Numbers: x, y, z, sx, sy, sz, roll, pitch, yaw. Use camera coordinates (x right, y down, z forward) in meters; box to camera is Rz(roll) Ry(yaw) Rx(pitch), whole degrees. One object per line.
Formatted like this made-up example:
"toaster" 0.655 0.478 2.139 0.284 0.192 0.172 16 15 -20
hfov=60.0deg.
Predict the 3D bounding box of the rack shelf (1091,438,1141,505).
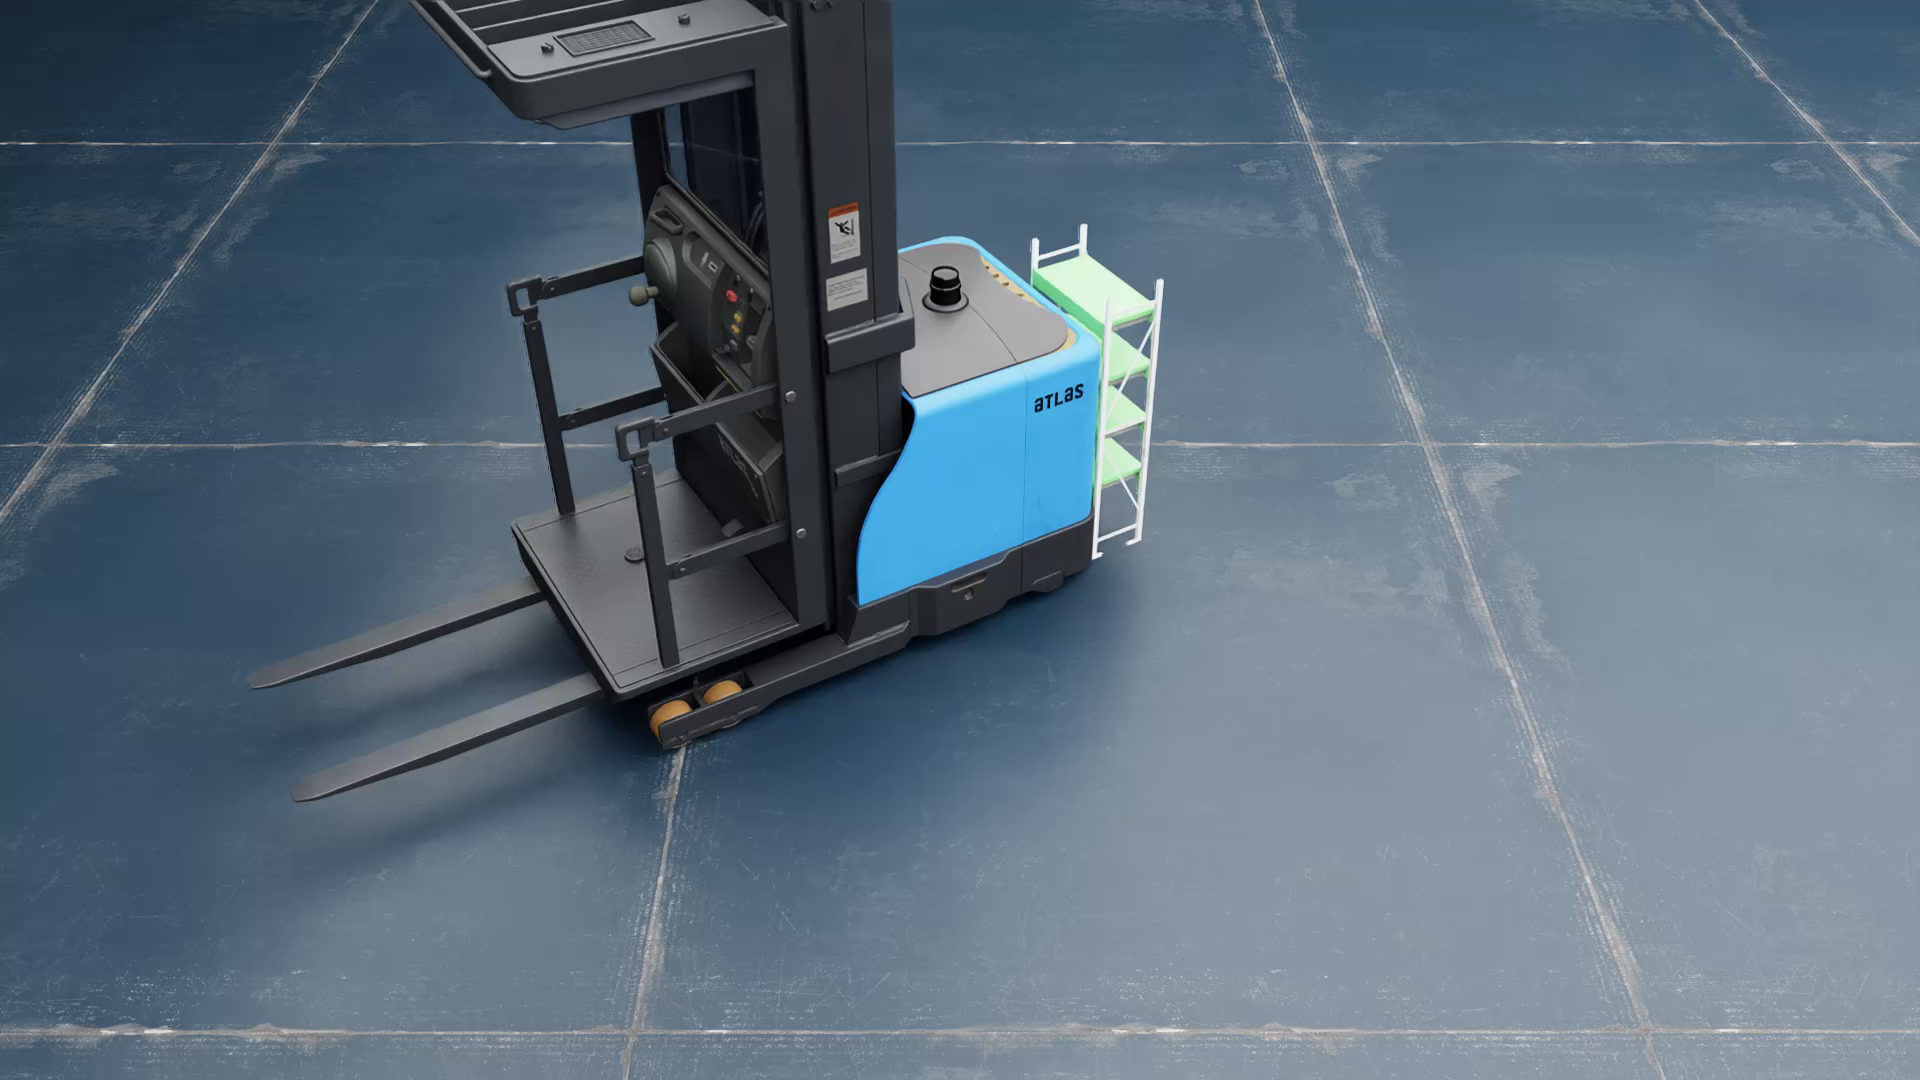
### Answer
"rack shelf" 0.502 -0.325 6.682 0.258 0.148 0.480 -21 43 -24

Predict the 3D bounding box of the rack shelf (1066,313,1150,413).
"rack shelf" 0.502 -0.700 6.382 0.258 0.148 0.480 -21 43 -24

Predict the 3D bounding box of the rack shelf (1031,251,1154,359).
"rack shelf" 0.502 -0.887 6.232 0.258 0.148 0.480 -21 43 -24

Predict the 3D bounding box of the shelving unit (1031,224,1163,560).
"shelving unit" 0.502 -0.562 6.492 0.258 1.200 0.503 -21 43 -24

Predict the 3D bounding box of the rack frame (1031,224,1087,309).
"rack frame" 0.376 -0.693 6.655 0.240 1.200 0.015 -21 43 -24

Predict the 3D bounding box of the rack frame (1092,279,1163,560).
"rack frame" 0.627 -0.431 6.329 0.240 1.200 0.015 -21 43 -24

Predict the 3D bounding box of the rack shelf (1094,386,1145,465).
"rack shelf" 0.502 -0.513 6.532 0.258 0.148 0.480 -21 43 -24

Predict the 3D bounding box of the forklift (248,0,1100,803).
"forklift" -1.011 -0.793 5.396 3.031 2.935 1.130 -21 43 -24
